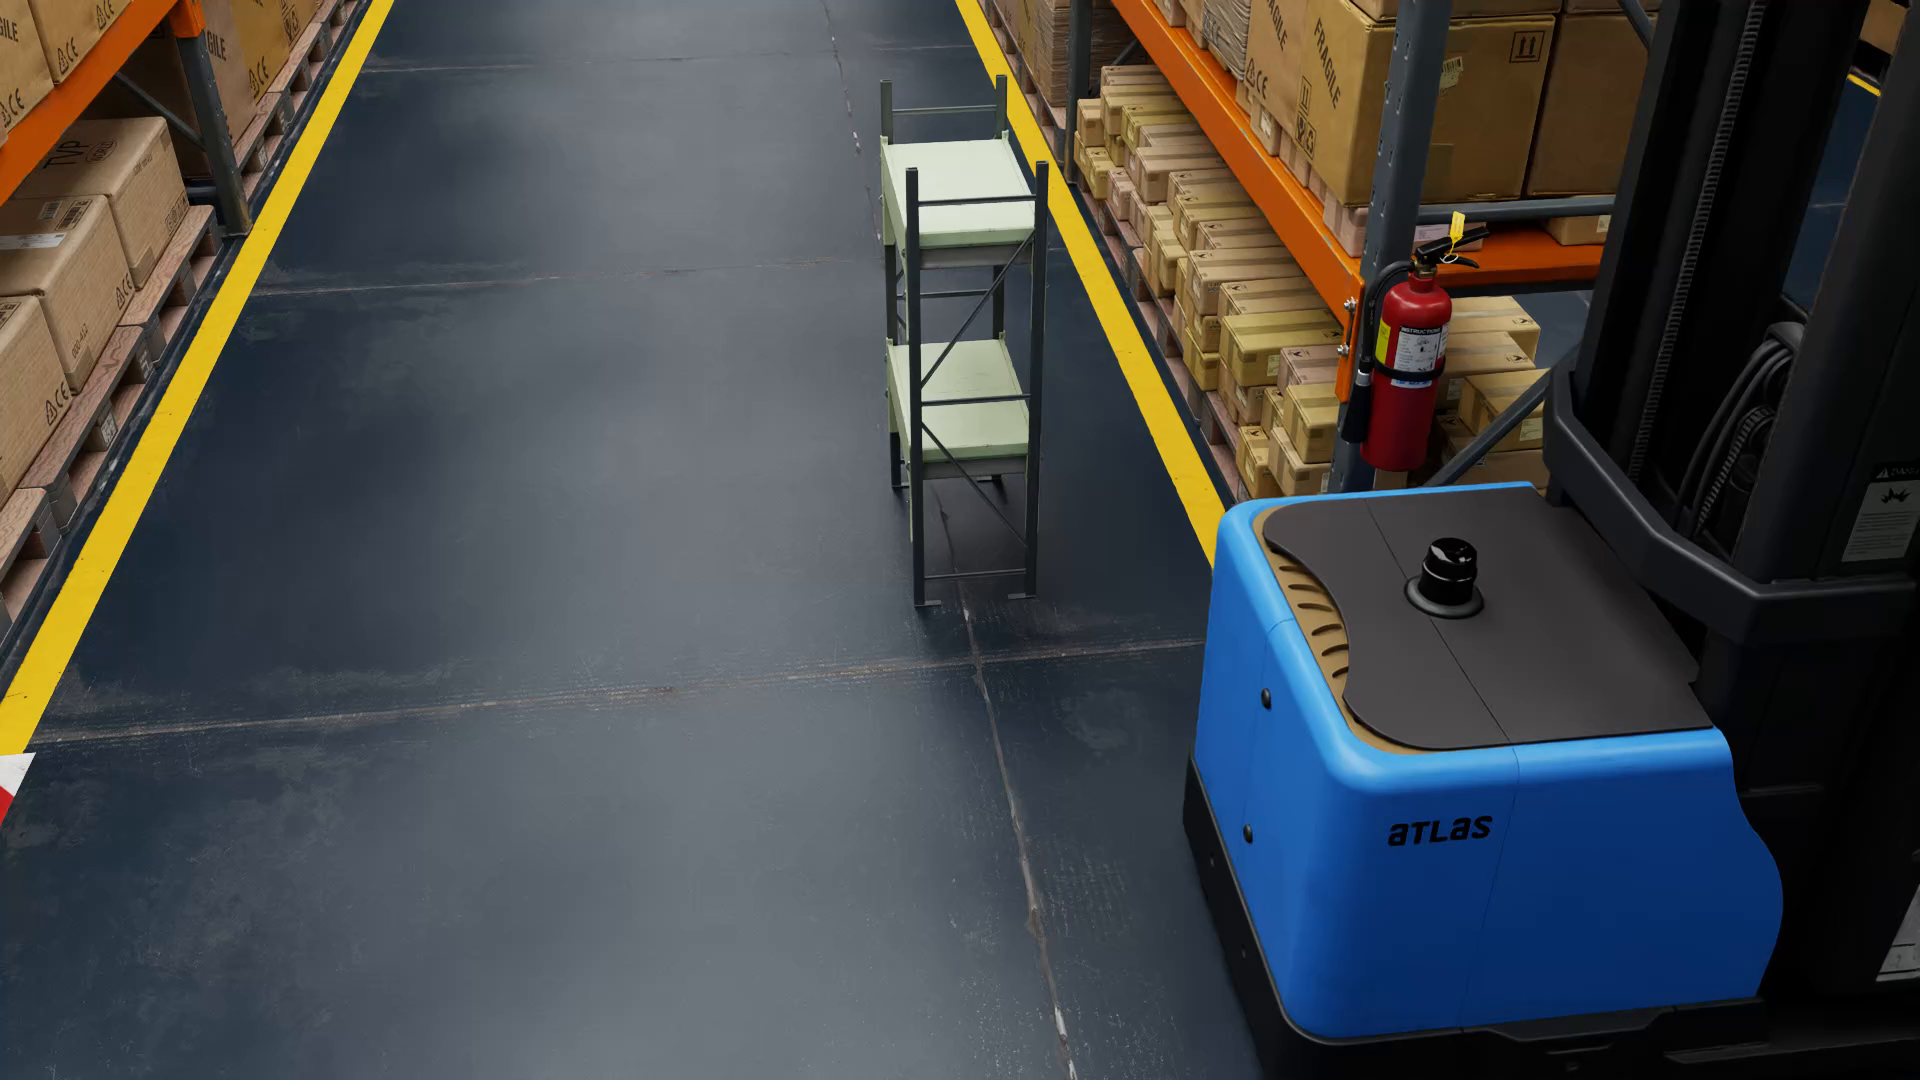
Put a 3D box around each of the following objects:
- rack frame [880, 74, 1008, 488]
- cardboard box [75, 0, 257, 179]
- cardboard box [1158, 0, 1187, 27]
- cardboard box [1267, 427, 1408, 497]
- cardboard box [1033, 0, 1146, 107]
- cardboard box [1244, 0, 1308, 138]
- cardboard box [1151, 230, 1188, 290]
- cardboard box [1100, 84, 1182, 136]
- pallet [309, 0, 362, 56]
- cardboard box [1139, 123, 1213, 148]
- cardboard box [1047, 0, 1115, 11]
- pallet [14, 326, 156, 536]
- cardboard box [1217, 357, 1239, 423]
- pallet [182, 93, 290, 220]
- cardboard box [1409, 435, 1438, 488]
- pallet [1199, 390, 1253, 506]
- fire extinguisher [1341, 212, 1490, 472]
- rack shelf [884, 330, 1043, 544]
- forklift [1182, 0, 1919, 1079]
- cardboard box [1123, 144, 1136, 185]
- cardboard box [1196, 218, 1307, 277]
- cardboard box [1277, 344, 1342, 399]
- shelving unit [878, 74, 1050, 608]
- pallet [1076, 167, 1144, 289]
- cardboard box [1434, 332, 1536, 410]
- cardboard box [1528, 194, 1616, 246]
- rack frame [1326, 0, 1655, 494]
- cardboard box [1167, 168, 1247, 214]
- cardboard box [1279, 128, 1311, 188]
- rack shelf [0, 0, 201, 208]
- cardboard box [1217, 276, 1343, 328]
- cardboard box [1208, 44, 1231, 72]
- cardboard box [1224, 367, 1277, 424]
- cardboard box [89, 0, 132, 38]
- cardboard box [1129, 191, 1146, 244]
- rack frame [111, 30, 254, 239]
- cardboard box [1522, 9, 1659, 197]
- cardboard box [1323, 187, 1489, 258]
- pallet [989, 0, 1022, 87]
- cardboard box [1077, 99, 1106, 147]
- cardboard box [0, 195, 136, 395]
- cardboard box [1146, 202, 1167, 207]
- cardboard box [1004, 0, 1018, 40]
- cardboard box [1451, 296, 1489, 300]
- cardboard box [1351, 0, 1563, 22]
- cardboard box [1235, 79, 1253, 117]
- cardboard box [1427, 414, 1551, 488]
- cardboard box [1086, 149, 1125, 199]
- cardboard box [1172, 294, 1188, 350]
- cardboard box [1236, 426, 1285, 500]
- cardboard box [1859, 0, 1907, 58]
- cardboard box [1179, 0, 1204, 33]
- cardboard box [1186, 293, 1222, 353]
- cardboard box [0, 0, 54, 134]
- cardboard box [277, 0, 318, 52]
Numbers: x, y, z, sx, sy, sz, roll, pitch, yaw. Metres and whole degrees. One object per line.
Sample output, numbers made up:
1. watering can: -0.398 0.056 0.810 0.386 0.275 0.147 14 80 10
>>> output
1. rack frame: -0.050 -0.828 5.633 0.400 1.500 0.023 -4 35 -6
2. cardboard box: -4.024 -2.297 7.971 0.875 0.875 0.875 -3 34 -5
3. cardboard box: 0.969 -2.075 6.354 0.380 0.149 0.250 -3 34 -4
4. cardboard box: 1.214 -0.252 5.351 0.380 0.149 0.250 -5 35 -8
5. cardboard box: 0.681 -2.628 8.789 0.500 0.500 0.500 -5 35 -7
6. cardboard box: 1.188 -1.544 4.999 0.500 0.500 0.500 -5 35 -7
7. cardboard box: 0.979 -1.126 6.633 0.380 0.149 0.250 -4 34 -6
8. cardboard box: 0.849 -1.968 7.605 0.380 0.149 0.250 -3 34 -4
9. pallet: -4.368 -3.296 10.399 1.003 0.211 1.213 -4 35 -6
10. cardboard box: 0.990 -1.687 7.192 0.380 0.149 0.250 -5 35 -8
11. cardboard box: 0.679 -2.940 8.581 0.500 0.250 0.500 -5 35 -8
12. pallet: -3.669 -0.397 6.145 1.003 0.211 1.213 -4 35 -6
13. cardboard box: 1.159 -0.561 6.068 0.380 0.149 0.250 -4 34 -6
14. pallet: -4.040 -1.934 8.401 1.003 0.211 1.213 -4 35 -6
15. cardboard box: 1.698 -0.313 5.704 0.380 0.149 0.250 -5 35 -7
16. pallet: 1.483 -0.207 5.866 1.003 0.211 1.213 -4 35 -6
17. fire extinguisher: 1.144 -0.499 4.219 0.296 0.674 0.183 -4 35 -6
18. rack shelf: -0.001 -0.354 5.517 0.431 0.370 0.720 -4 35 -6
19. forklift: 2.158 -0.254 3.520 3.031 2.935 1.130 -4 34 -6
20. cardboard box: 0.953 -1.717 7.501 0.380 0.149 0.250 -5 35 -7
21. cardboard box: 1.119 -1.108 6.343 0.380 0.149 0.250 -5 35 -8
22. cardboard box: 1.269 -0.523 5.484 0.380 0.149 0.250 -4 34 -5
23. shelving unit: -0.001 -0.623 5.333 0.431 1.500 0.755 -4 35 -6
24. pallet: 1.155 -1.569 7.864 1.003 0.211 1.213 -4 35 -6
25. cardboard box: 1.678 -0.565 5.546 0.380 0.149 0.250 -4 34 -6
26. cardboard box: 1.849 -0.963 4.722 0.380 0.149 0.250 -5 35 -7
27. rack frame: 1.568 -0.861 4.350 1.000 3.000 0.127 -4 35 -6
28. cardboard box: 1.062 -1.393 6.761 0.380 0.149 0.250 -6 35 -8
29. cardboard box: 1.199 -1.198 5.067 0.380 0.149 0.250 -5 35 -7
30. rack shelf: -3.593 -1.248 5.557 1.077 0.370 4.000 -4 35 -6
31. cardboard box: 1.136 -0.807 5.901 0.380 0.149 0.250 -6 35 -8
32. cardboard box: 1.106 -1.790 5.936 0.380 0.149 0.250 -4 34 -6
33. cardboard box: 1.142 -0.542 5.776 0.380 0.149 0.250 -6 35 -8
34. cardboard box: -3.471 -2.177 6.192 0.500 0.500 0.500 -5 35 -8
35. cardboard box: 0.965 -1.440 7.358 0.380 0.149 0.250 -5 35 -7
36. rack frame: -3.862 -2.662 6.992 1.000 3.000 0.127 -4 35 -6
37. cardboard box: 1.781 -1.297 4.636 0.500 0.500 0.500 -3 34 -4
38. cardboard box: 1.244 -0.918 4.656 0.380 0.149 0.250 -4 35 -6
39. pallet: 0.756 -3.057 10.049 1.003 0.211 1.213 -4 35 -6
40. cardboard box: 0.762 -1.985 7.893 0.380 0.149 0.250 -3 34 -4
41. cardboard box: -3.762 -0.918 6.336 0.875 0.438 0.875 -5 35 -8
42. cardboard box: 1.000 -1.411 7.051 0.380 0.149 0.250 -3 34 -4
43. cardboard box: 0.547 -3.200 9.629 0.500 0.500 0.500 -5 35 -7
44. cardboard box: 1.655 -0.847 5.960 0.380 0.149 0.250 -6 35 -9
45. cardboard box: 1.260 -1.675 4.303 0.500 0.500 0.500 -5 35 -7
46. cardboard box: 1.135 -1.488 5.493 0.380 0.149 0.250 -6 35 -8
47. cardboard box: 1.752 -0.291 5.408 0.380 0.149 0.250 -3 34 -4
48. cardboard box: 0.796 -1.712 7.758 0.380 0.149 0.250 -3 34 -5
49. cardboard box: 1.046 -0.852 6.496 0.380 0.149 0.250 -4 34 -5
50. cardboard box: 1.155 -0.270 5.641 0.380 0.149 0.250 -3 34 -5
51. cardboard box: 5.853 -3.063 9.095 1.225 0.875 0.875 -4 35 -6
52. cardboard box: 1.054 -2.105 5.823 0.500 0.500 0.500 -3 34 -4
53. cardboard box: 1.060 -0.830 6.199 0.380 0.149 0.250 -4 34 -6
54. cardboard box: -3.334 -1.604 5.351 0.500 0.500 0.500 -3 34 -5
55. cardboard box: -4.273 -3.300 9.442 0.875 0.875 0.875 -4 34 -6
